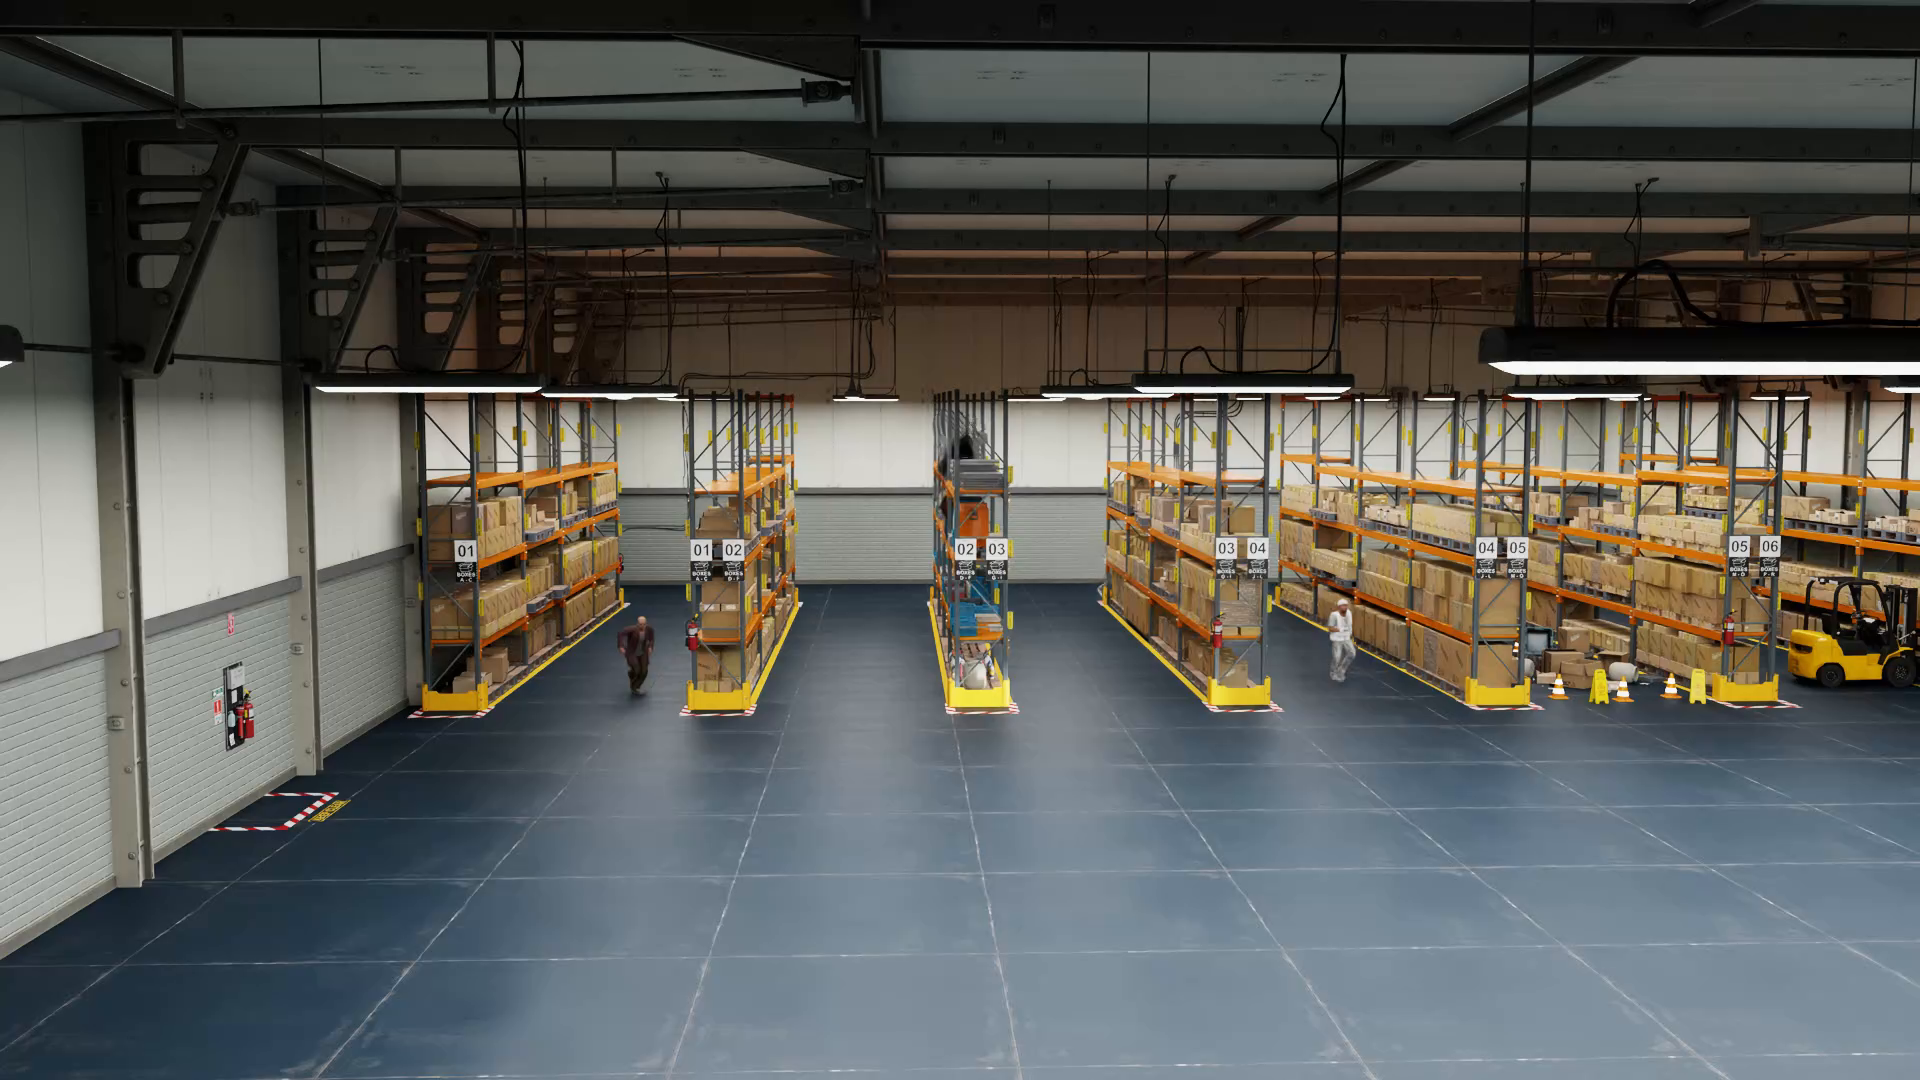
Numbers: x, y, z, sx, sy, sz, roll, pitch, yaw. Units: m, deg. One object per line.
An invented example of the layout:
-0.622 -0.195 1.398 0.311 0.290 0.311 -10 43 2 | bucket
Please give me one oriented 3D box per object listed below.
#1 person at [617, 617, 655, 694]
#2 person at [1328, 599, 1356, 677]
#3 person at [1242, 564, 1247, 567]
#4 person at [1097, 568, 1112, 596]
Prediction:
-6.394 2.269 32.757 0.734 1.591 0.888 -3 5 -30 | person
7.837 2.017 34.048 0.724 1.648 0.775 -2 5 -21 | person
8.063 1.096 46.948 0.505 1.589 0.662 0 5 0 | person
4.421 1.072 48.952 0.803 1.399 0.567 0 5 1 | person
